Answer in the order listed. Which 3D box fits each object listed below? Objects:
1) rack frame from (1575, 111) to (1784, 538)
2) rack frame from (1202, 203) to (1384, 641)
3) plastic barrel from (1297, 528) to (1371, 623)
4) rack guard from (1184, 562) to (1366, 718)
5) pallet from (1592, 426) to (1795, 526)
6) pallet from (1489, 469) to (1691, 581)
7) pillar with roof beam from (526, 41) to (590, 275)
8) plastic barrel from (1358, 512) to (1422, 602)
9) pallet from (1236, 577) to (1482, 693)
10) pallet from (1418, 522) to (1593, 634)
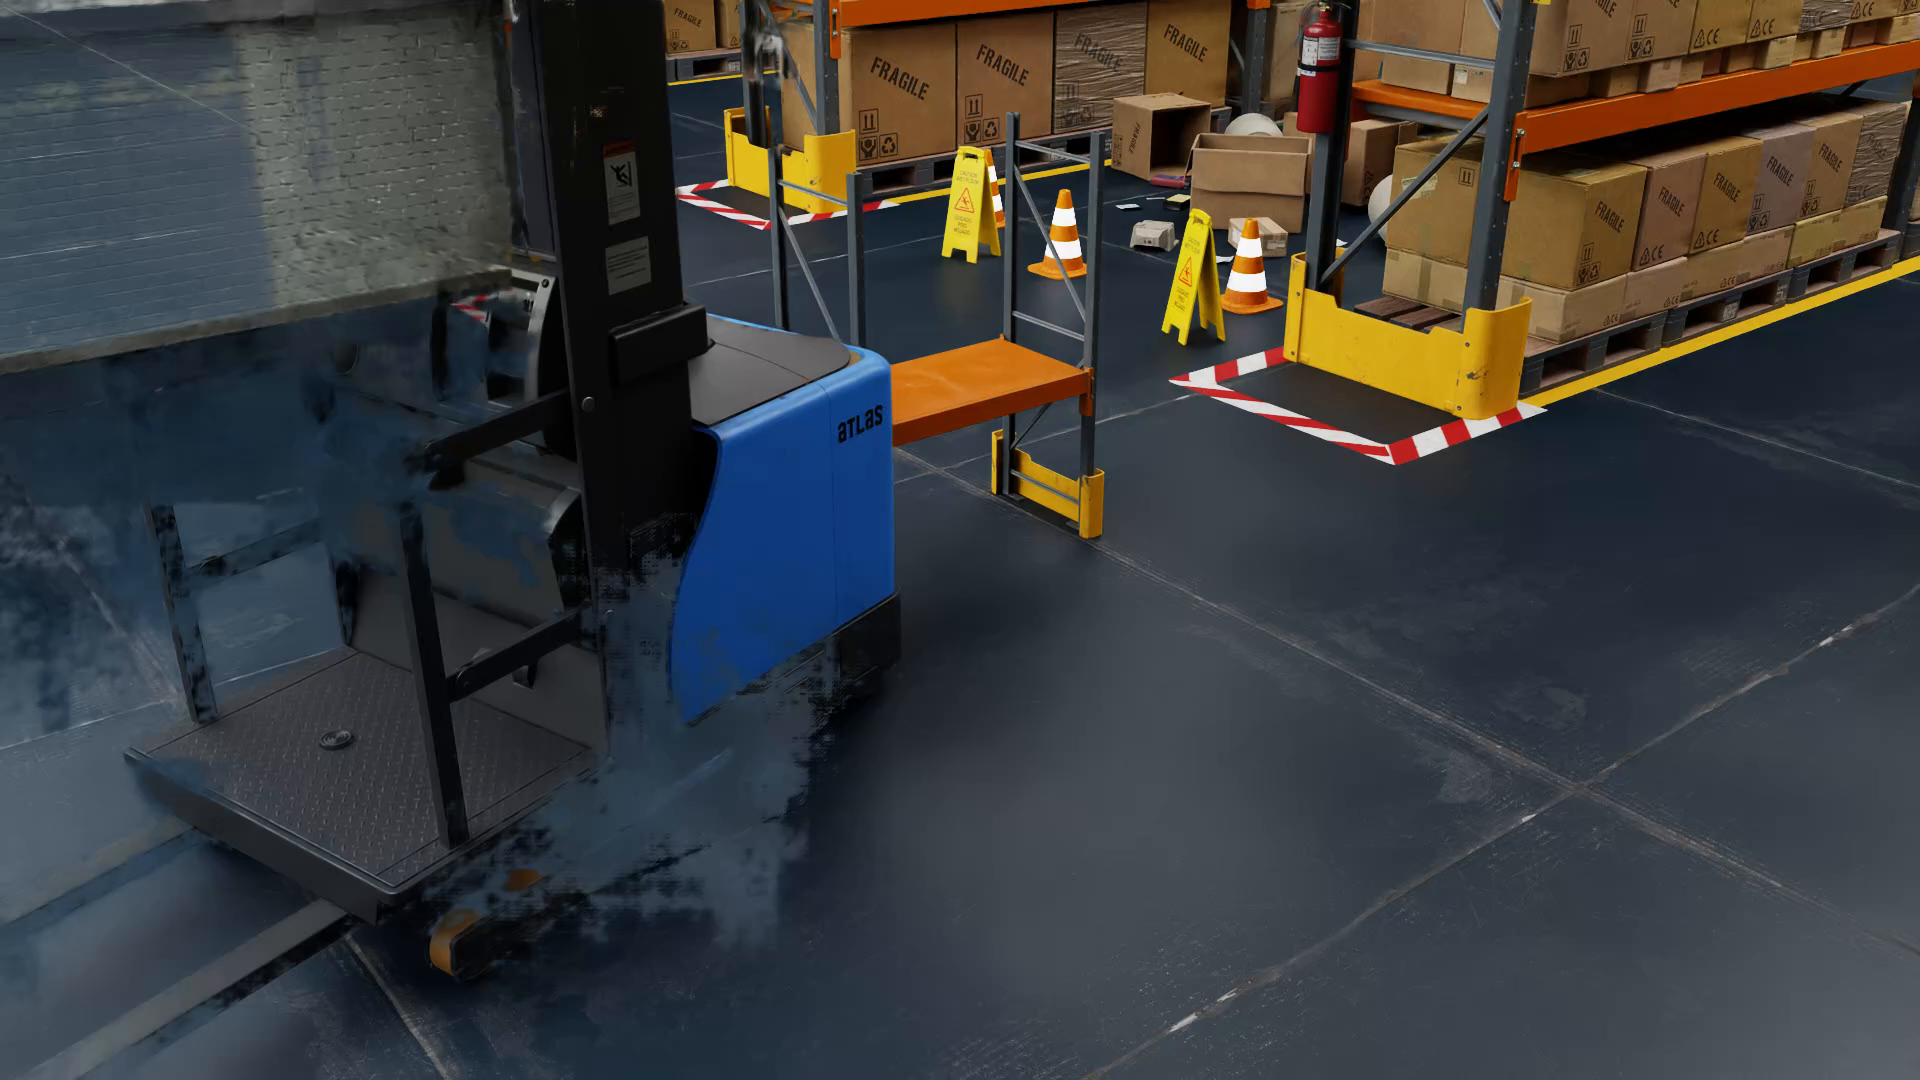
[{"bbox_3d":[-4.021,-8.063,20.060,0.127,3.000,1.000,-18,31,-34],"label":"rack frame"},{"bbox_3d":[-7.168,-7.024,17.821,0.127,3.000,1.000,-18,31,-34],"label":"rack frame"},{"bbox_3d":[-6.697,-6.282,18.679,0.421,0.512,0.421,0,25,0],"label":"plastic barrel"},{"bbox_3d":[-7.137,-5.925,18.424,0.348,0.500,1.175,-18,31,-34],"label":"rack guard"},{"bbox_3d":[-3.426,-7.015,21.114,1.213,0.211,1.003,-18,31,-34],"label":"pallet"},{"bbox_3d":[-4.575,-6.637,20.301,1.213,0.211,1.003,-18,31,-34],"label":"pallet"},{"bbox_3d":[-10.608,-12.069,21.566,0.400,9.000,9.100,-18,31,-34],"label":"pillar with roof beam"},{"bbox_3d":[-6.303,-6.412,18.960,0.421,0.512,0.421,0,25,0],"label":"plastic barrel"},{"bbox_3d":[-6.495,-6.004,18.935,1.213,0.211,1.003,-18,31,-34],"label":"pallet"},{"bbox_3d":[-5.535,-6.319,19.614,1.213,0.211,1.003,-18,31,-34],"label":"pallet"}]
